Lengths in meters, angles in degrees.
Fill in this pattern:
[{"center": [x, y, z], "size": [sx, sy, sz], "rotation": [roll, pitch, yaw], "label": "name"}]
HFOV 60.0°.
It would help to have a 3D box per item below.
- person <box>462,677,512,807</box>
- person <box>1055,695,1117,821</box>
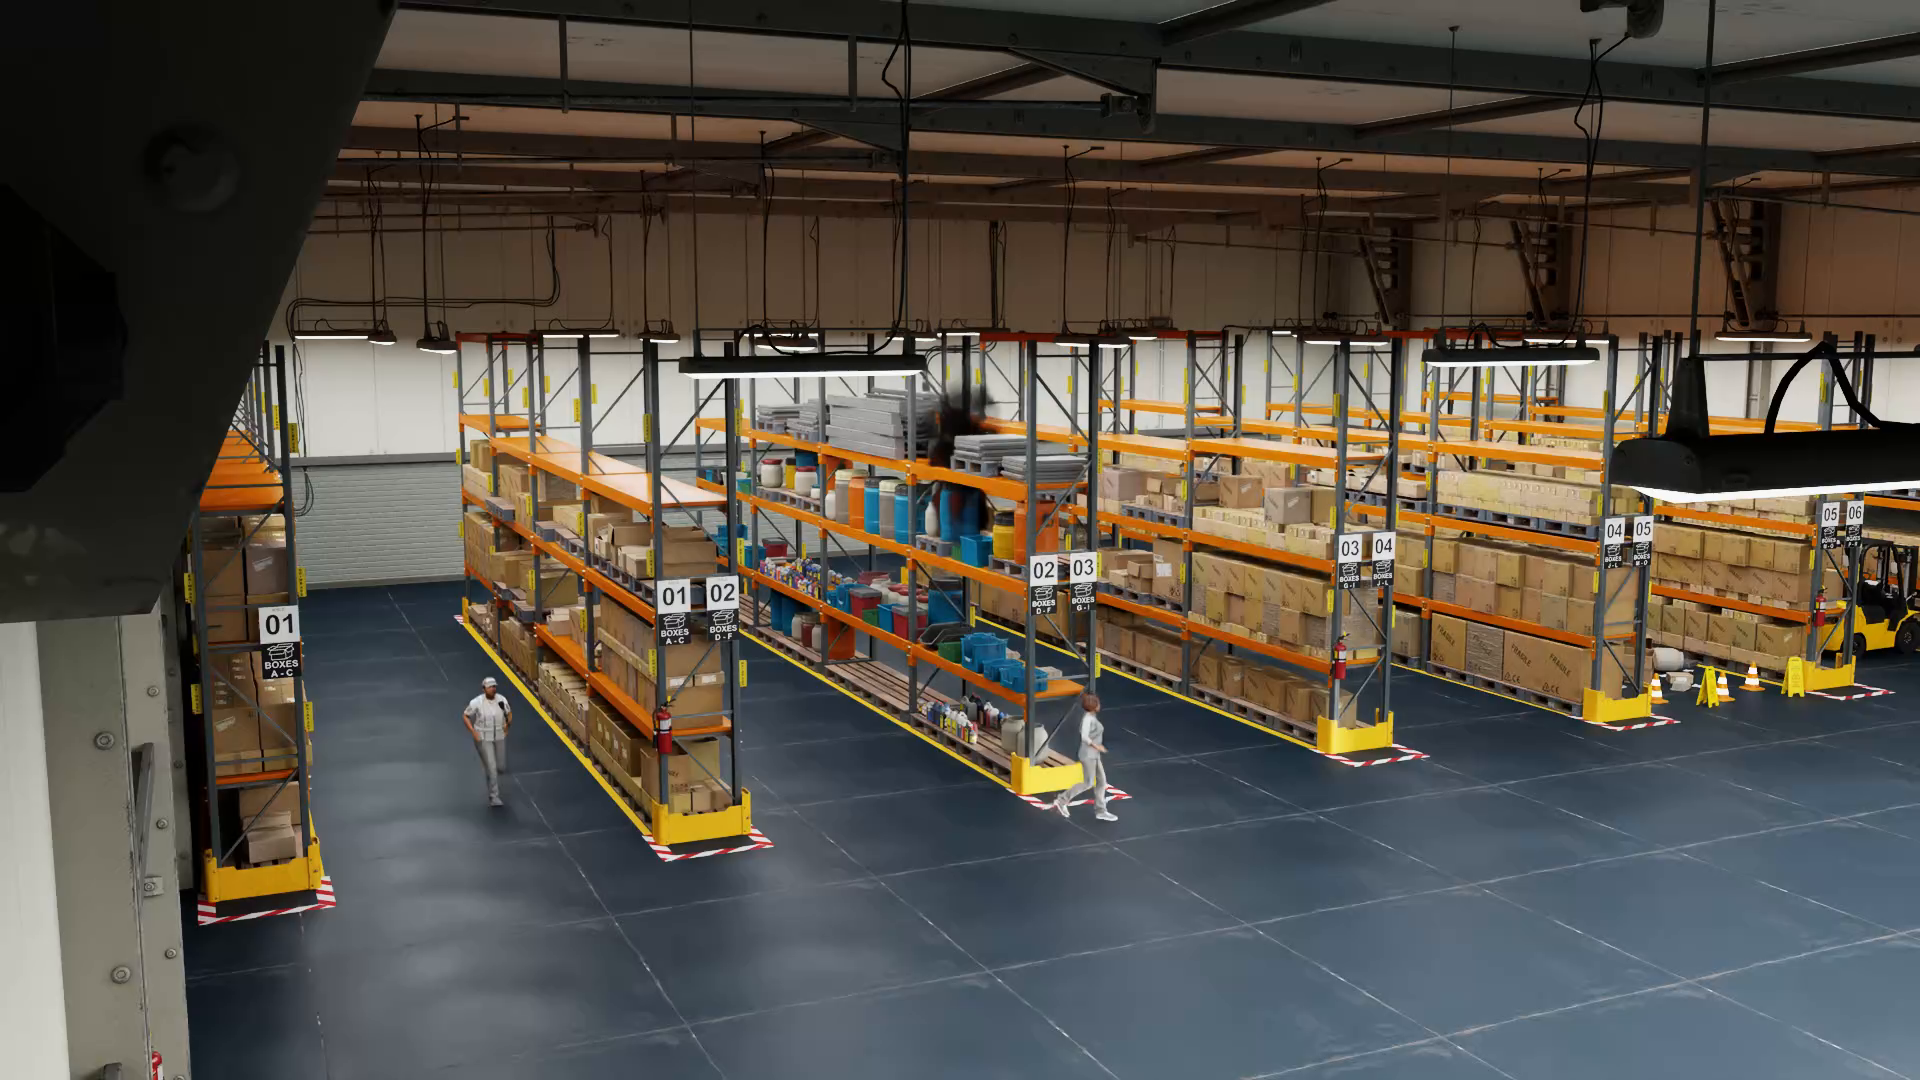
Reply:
[{"center": [-6.147, 2.599, 21.732], "size": [0.630, 1.650, 0.725], "rotation": [-6, 9, -36], "label": "person"}, {"center": [1.599, 2.726, 20.974], "size": [0.791, 1.573, 0.607], "rotation": [1, 8, 5], "label": "person"}]
